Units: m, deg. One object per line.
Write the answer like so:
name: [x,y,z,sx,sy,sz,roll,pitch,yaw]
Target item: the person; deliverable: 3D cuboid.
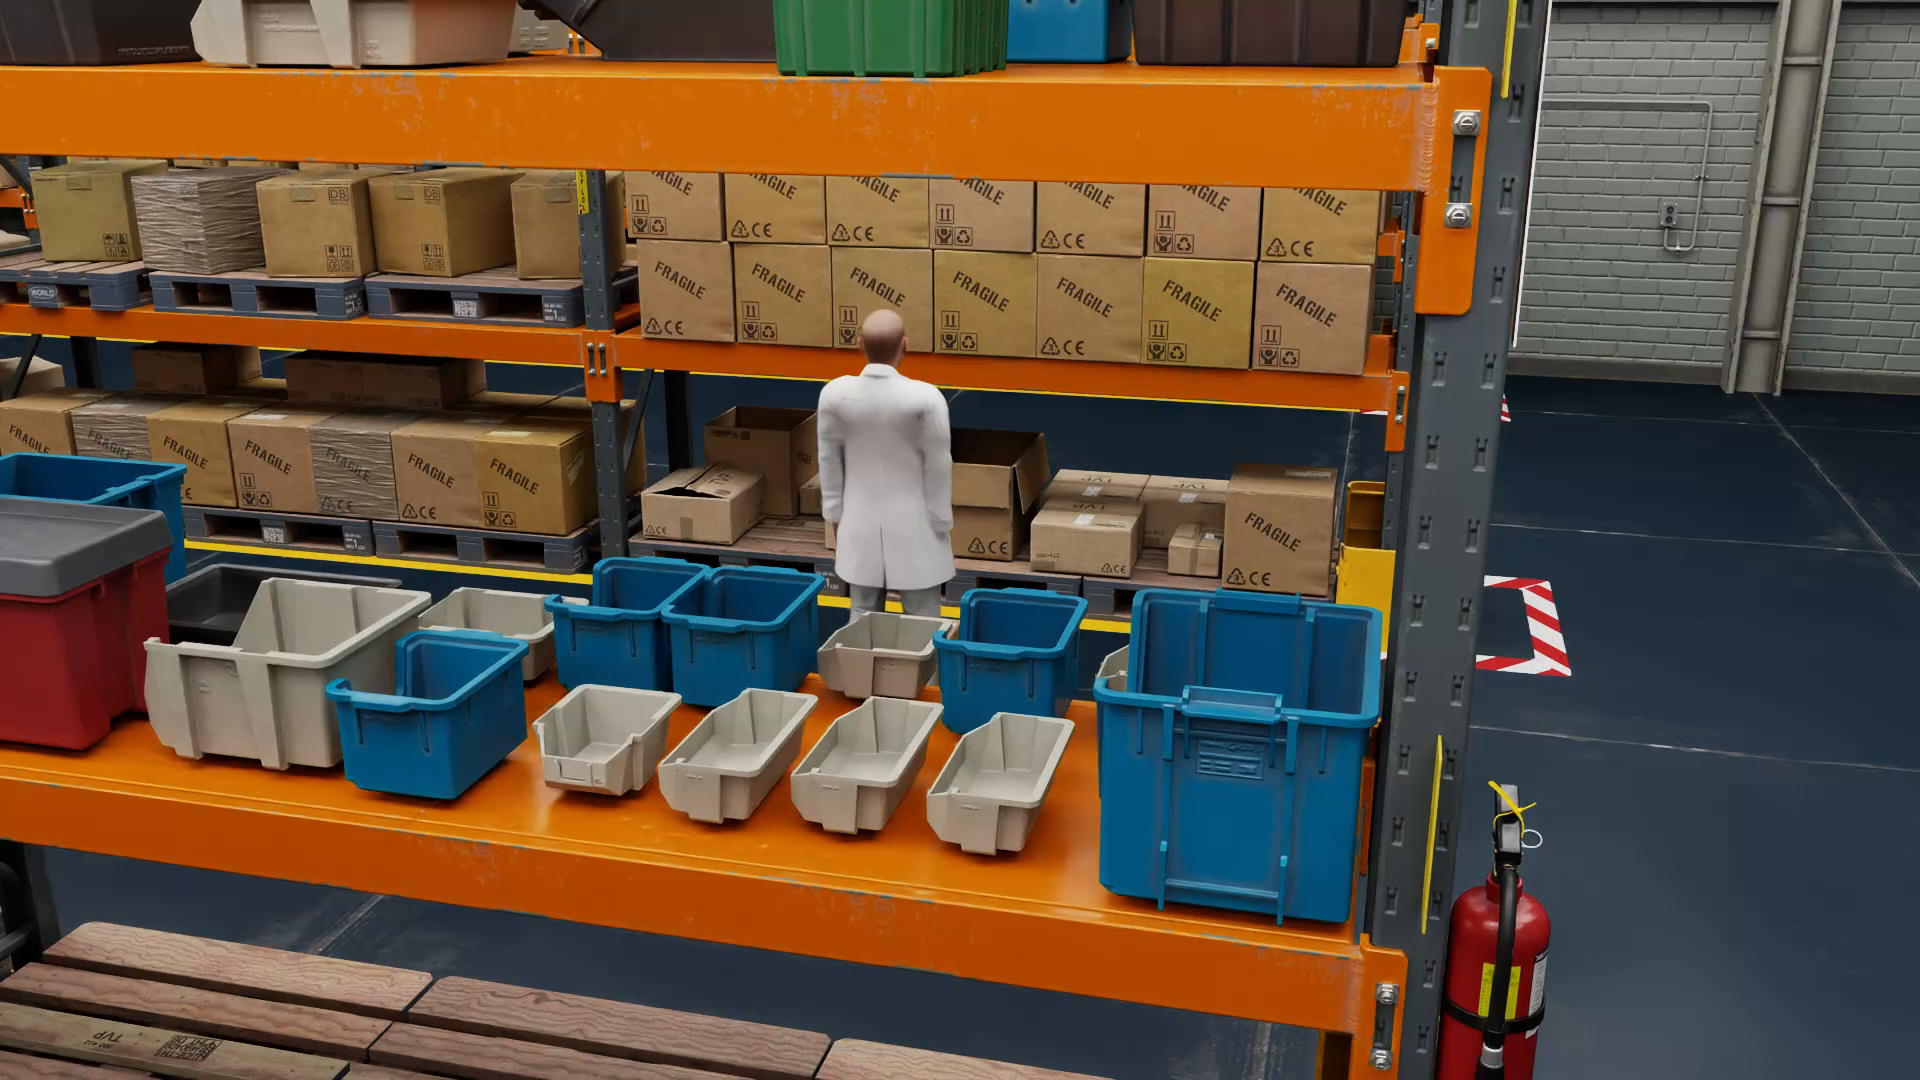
person: [-0.293,-0.056,6.769,0.562,1.774,0.377,5,19,15]
